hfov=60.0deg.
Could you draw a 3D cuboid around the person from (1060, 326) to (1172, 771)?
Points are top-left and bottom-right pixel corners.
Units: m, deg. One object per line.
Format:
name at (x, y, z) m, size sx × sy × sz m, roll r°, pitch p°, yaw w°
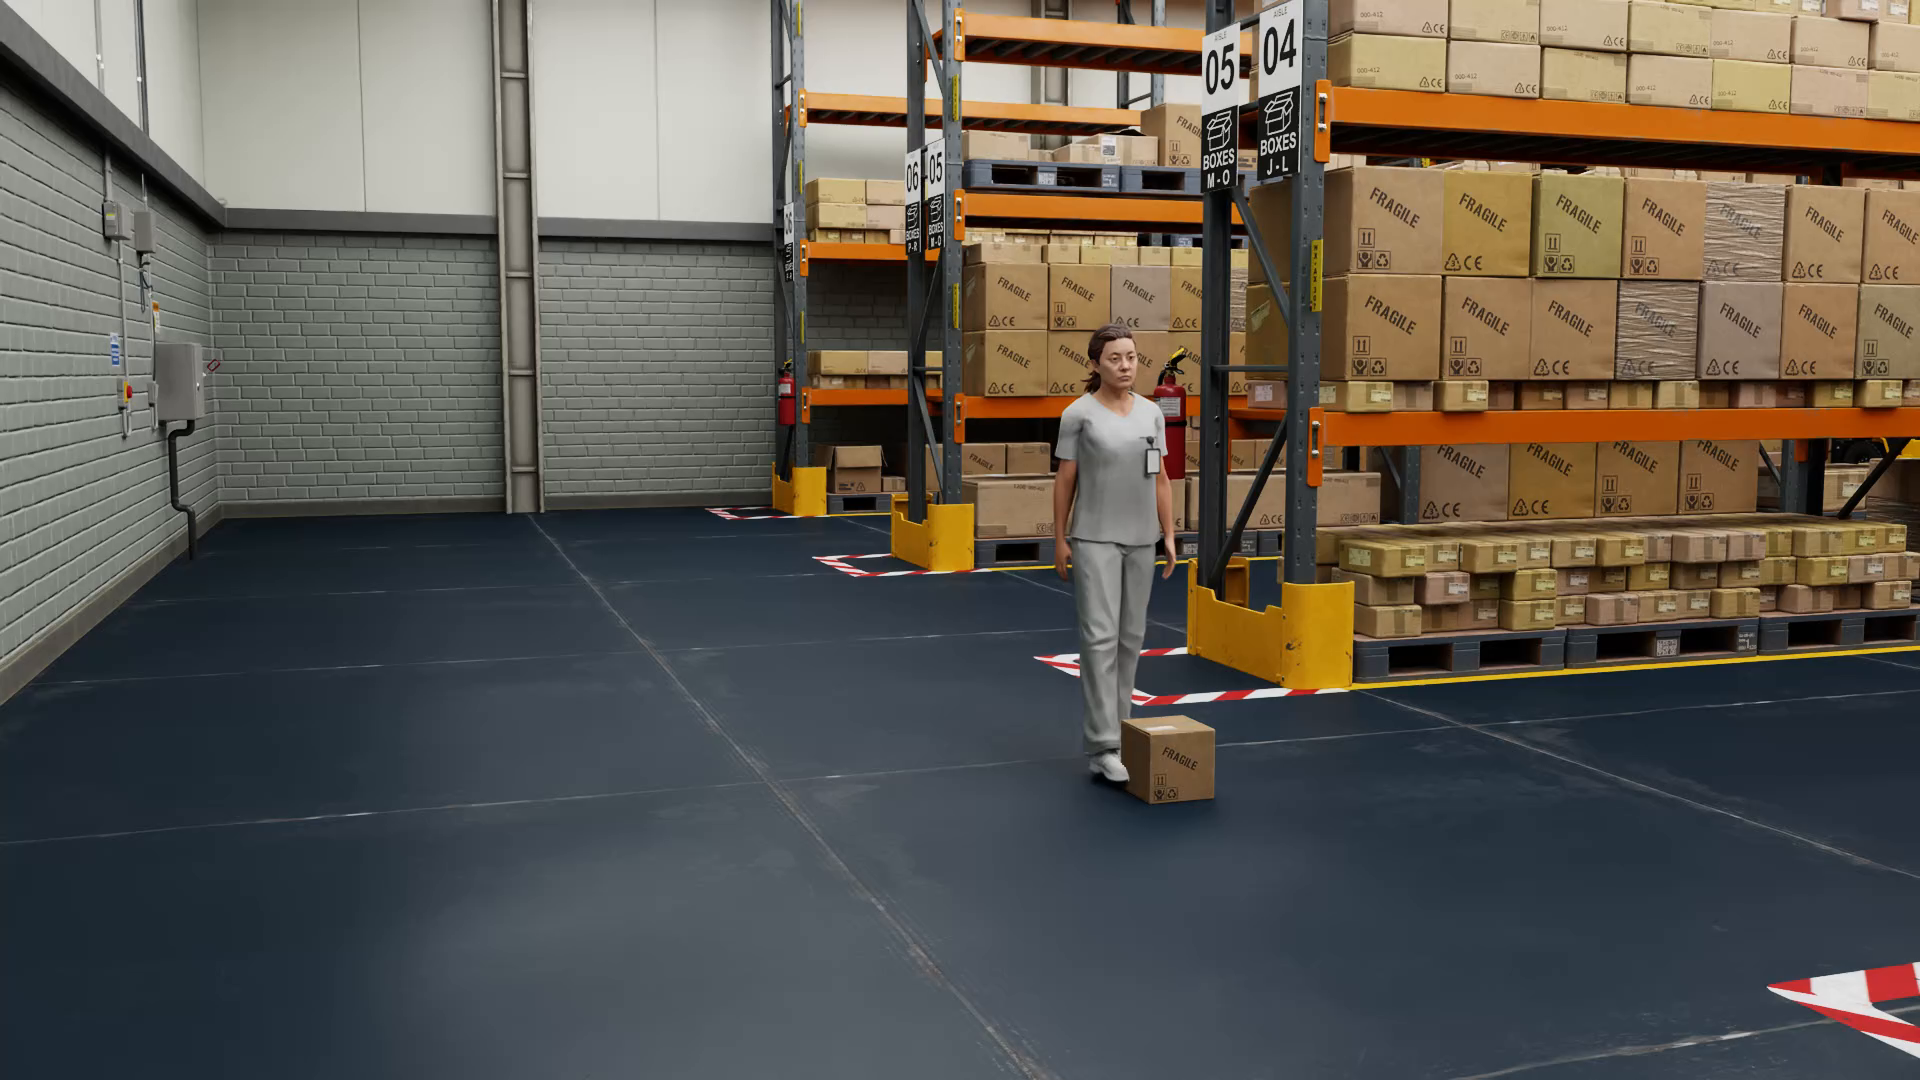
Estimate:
person at (0.594, 0.029, 6.287) m, size 0.436 × 1.667 × 0.373 m, roll -2°, pitch 6°, yaw -17°
